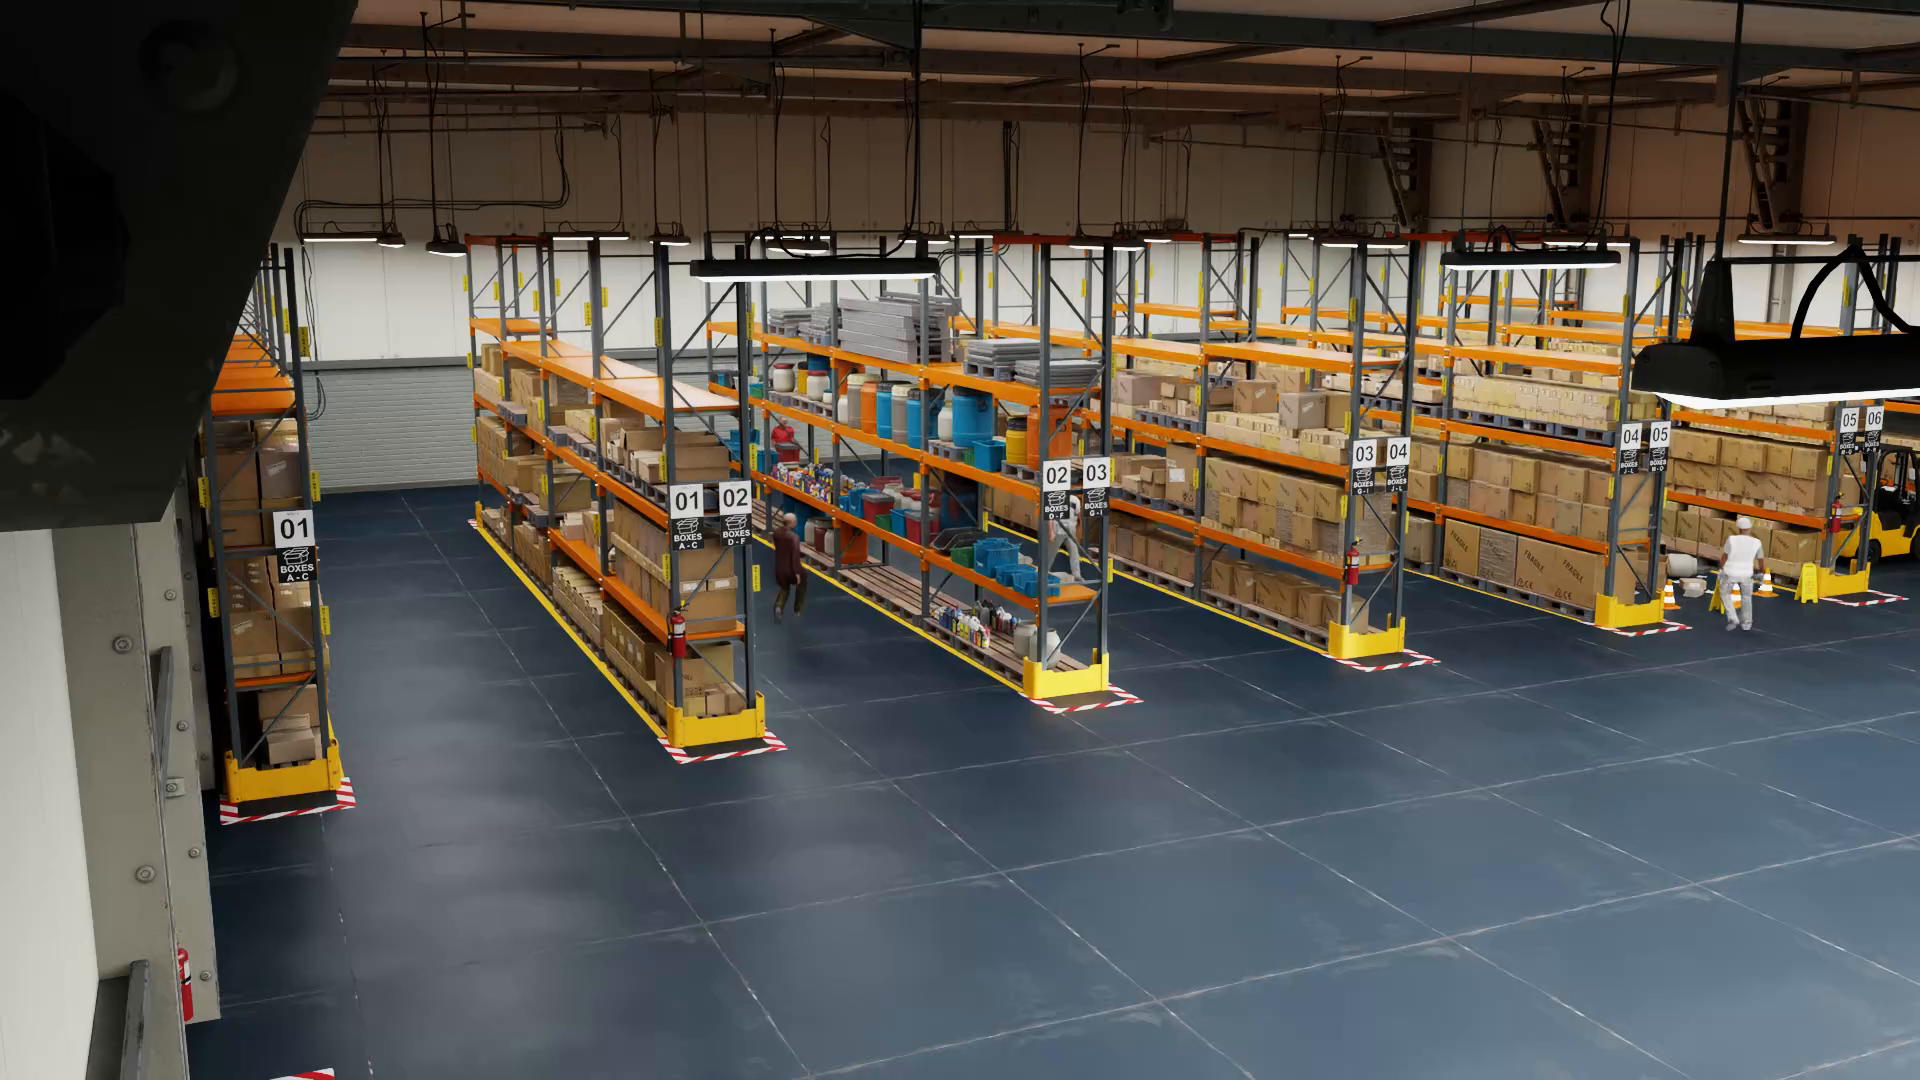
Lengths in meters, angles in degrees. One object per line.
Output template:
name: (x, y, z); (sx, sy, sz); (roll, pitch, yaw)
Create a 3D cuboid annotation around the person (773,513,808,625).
person: (-2.552, 0.409, 25.280); (0.541, 1.721, 0.907); (5, 12, 25)

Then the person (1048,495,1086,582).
person: (1.796, -0.136, 27.778); (0.720, 1.695, 1.008); (-7, 13, -31)

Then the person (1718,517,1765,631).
person: (12.066, 0.524, 25.686); (0.680, 1.775, 0.596); (3, 12, 17)

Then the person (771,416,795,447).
person: (-4.171, -2.039, 39.120); (0.528, 1.765, 0.466); (4, 12, 20)
